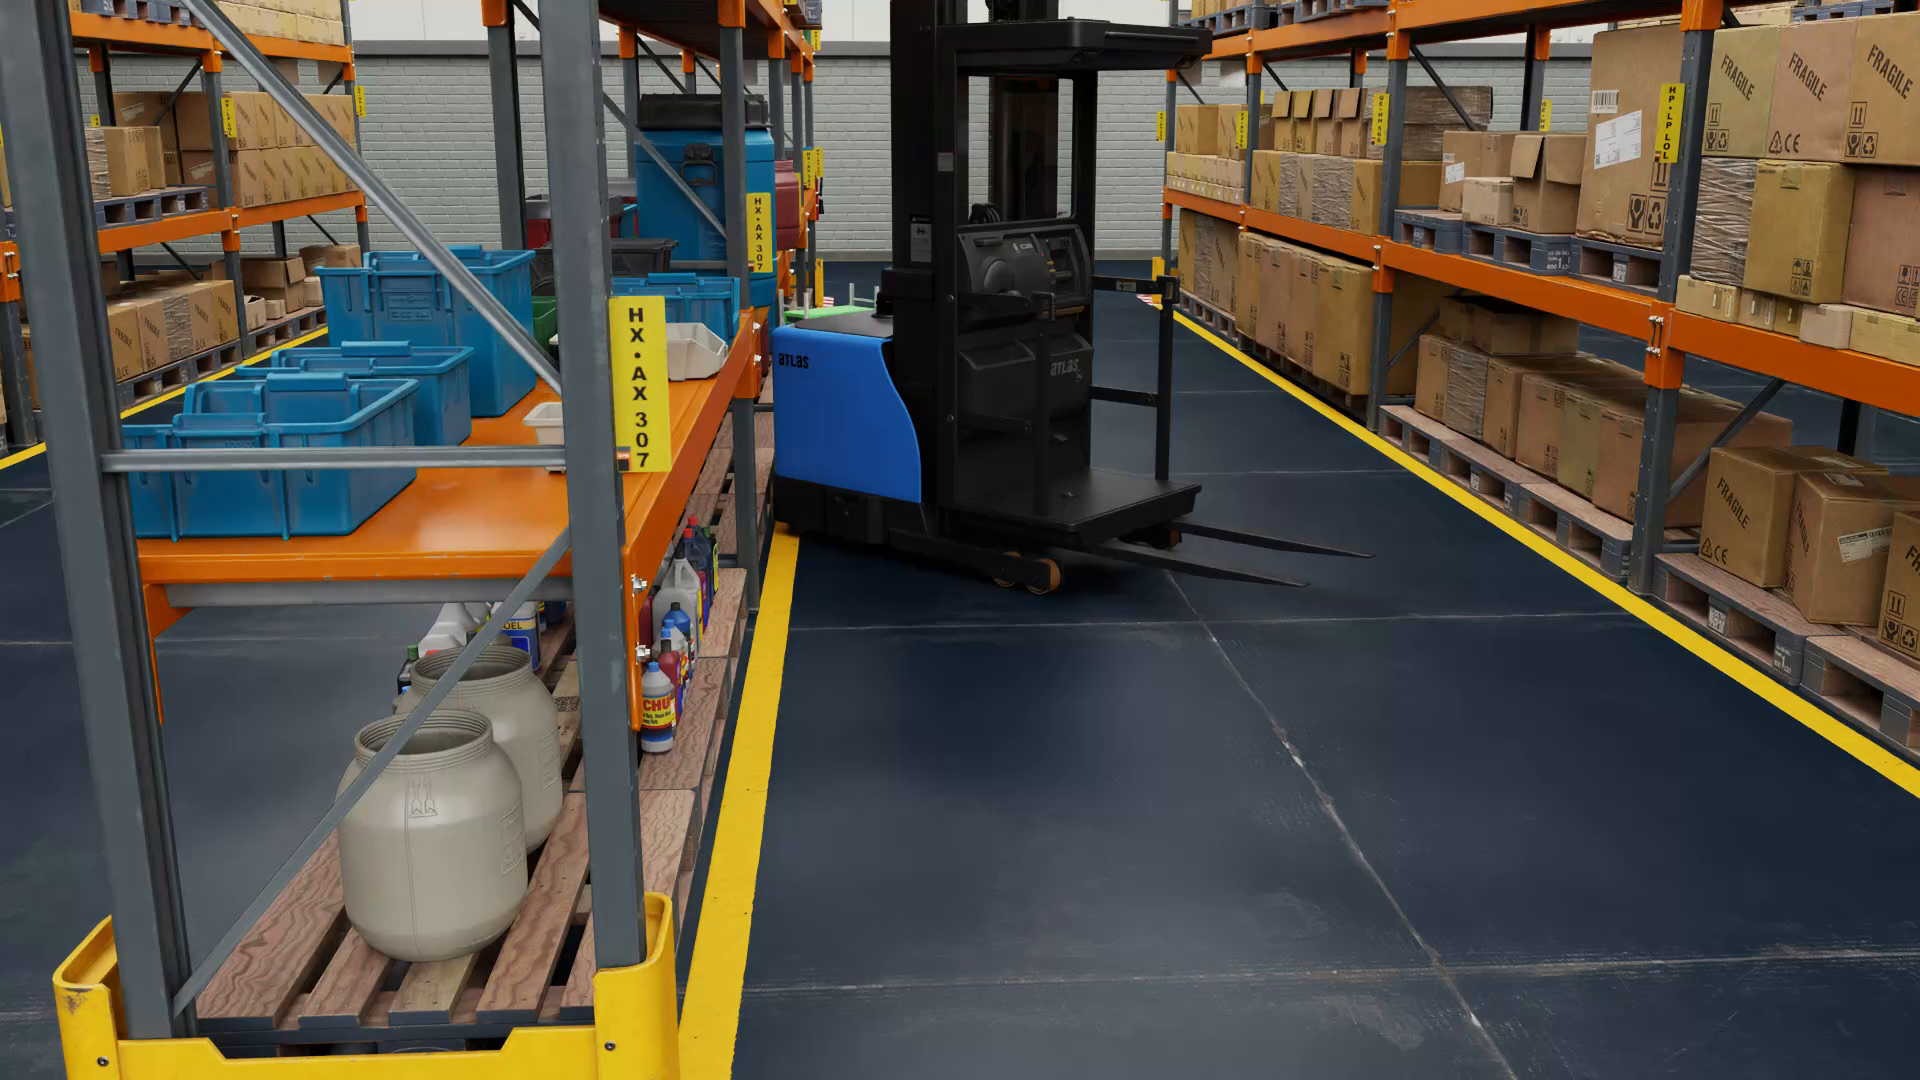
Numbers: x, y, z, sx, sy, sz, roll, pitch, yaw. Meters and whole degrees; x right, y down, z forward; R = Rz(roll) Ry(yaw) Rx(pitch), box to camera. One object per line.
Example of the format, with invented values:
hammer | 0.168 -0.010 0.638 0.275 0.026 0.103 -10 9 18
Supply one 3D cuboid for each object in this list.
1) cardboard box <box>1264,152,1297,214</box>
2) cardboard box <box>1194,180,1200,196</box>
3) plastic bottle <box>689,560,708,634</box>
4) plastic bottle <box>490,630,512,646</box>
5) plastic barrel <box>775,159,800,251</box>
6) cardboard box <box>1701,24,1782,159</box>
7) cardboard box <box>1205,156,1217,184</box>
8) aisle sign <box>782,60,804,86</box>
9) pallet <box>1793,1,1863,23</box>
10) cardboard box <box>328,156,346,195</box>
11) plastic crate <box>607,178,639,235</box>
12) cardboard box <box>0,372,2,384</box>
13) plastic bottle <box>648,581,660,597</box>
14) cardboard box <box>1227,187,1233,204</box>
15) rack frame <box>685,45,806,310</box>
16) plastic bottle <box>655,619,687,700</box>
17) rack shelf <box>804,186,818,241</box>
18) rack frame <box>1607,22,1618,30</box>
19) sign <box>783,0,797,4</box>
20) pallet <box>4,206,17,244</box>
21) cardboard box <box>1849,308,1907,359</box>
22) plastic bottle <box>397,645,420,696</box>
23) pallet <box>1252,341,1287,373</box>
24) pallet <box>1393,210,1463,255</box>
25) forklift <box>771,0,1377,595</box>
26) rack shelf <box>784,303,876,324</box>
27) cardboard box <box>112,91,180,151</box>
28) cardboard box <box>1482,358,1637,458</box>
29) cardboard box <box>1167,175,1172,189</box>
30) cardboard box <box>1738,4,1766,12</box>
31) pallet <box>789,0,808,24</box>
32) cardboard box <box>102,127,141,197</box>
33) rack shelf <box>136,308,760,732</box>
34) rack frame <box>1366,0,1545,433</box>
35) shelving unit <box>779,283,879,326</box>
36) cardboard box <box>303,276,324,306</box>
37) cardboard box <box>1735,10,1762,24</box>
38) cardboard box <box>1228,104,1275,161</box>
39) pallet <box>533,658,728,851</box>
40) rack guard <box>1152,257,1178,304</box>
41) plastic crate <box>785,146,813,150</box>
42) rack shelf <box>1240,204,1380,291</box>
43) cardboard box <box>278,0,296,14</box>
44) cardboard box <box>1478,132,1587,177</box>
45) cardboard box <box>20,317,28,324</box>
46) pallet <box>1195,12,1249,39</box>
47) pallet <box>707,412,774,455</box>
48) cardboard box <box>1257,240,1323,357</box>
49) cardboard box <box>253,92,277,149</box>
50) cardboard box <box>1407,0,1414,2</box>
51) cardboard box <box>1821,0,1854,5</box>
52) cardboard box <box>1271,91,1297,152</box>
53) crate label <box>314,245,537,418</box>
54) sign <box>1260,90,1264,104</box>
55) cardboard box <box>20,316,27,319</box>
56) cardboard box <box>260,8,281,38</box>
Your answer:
cardboard box | 2.875 -3.009 14.002 0.500 0.500 0.500 -1 14 -3
cardboard box | 2.605 -3.601 17.008 0.380 0.149 0.250 -1 14 -5
plastic bottle | -0.993 0.208 6.268 0.061 0.283 0.133 0 14 0
plastic bottle | -1.581 0.397 5.695 0.097 0.201 0.097 0 14 0
plastic barrel | -1.301 -2.088 10.349 0.600 0.536 0.708 -1 14 -3
cardboard box | 3.333 -1.776 6.603 0.500 0.500 0.500 -1 14 -3
cardboard box | 2.708 -3.637 16.346 0.500 0.250 0.500 -1 14 -2
aisle sign | -1.840 -5.404 18.293 0.394 0.787 0.004 -1 14 -3
pallet | 7.952 -4.462 14.207 1.213 0.211 1.003 -1 14 -3
cardboard box | -6.737 -3.859 17.306 0.500 0.500 0.500 -1 14 -3
plastic crate | -1.837 -1.757 9.208 0.402 0.464 0.583 -1 14 -3
cardboard box | -6.298 -1.074 10.232 0.500 0.311 0.500 -1 14 -2
plastic bottle | -1.125 0.256 6.080 0.061 0.283 0.133 -1 14 -3
cardboard box | 2.701 -3.218 15.516 0.380 0.149 0.250 -1 14 -2
rack frame | -1.880 -3.128 14.663 1.000 3.000 0.127 -1 14 -3
plastic bottle | -0.965 0.399 5.548 0.097 0.271 0.097 0 14 0
rack shelf | -2.004 -3.277 16.686 1.077 0.370 4.000 -1 14 -3
rack frame | 7.772 -7.156 18.279 1.000 3.000 0.127 -1 14 -3
sign | -1.083 -3.545 10.476 0.100 0.325 0.005 -1 14 -3
pallet | -6.688 -2.132 11.178 1.213 0.211 1.003 -1 14 -3
cardboard box | 3.374 -0.724 5.826 0.380 0.149 0.250 -1 14 -3
plastic bottle | -1.713 0.480 5.208 0.061 0.283 0.133 -1 14 -2
pallet | 3.187 -1.663 14.566 1.003 0.211 1.213 -1 14 -3
pallet | 3.462 -1.941 10.435 1.213 0.211 1.003 -1 14 -3
forklift | 0.480 -1.319 7.772 3.031 2.935 1.130 12 19 38
rack shelf | -0.709 -1.188 9.064 0.480 0.148 0.258 -13 19 -41
cardboard box | -7.114 -3.707 14.706 0.500 0.500 0.500 -1 14 -3
cardboard box | 3.462 -0.767 9.621 0.700 0.500 0.500 0 14 1
cardboard box | 2.508 -3.984 18.495 0.380 0.149 0.250 -1 14 -3
cardboard box | 7.717 -5.118 15.677 0.500 0.250 0.500 -1 15 -6
pallet | -1.661 -4.014 12.465 1.003 0.211 1.213 -1 14 -3
cardboard box | -6.653 -2.866 12.601 0.700 0.500 0.500 -5 15 -18
rack shelf | -1.260 -0.292 5.087 1.077 0.370 4.000 -1 14 -3
rack frame | 3.311 -2.209 11.094 1.000 3.000 0.127 -1 14 -3
shelving unit | -0.709 -0.785 9.168 0.503 1.200 0.258 -13 19 -41
cardboard box | -6.763 -2.560 17.093 0.500 0.250 0.500 -1 14 -3
cardboard box | 7.701 -4.878 15.747 0.500 0.250 0.500 -1 14 -4
cardboard box | 2.768 -3.749 15.277 0.500 0.500 0.500 0 14 -2
pallet | -1.306 0.684 5.444 1.003 0.211 1.213 -1 14 -3
rack guard | 2.814 -2.994 19.161 1.175 0.500 0.348 -1 14 -3
plastic crate | -1.921 -4.088 18.205 0.616 0.435 0.499 -1 14 -3
rack shelf | 3.187 -2.358 13.117 1.077 0.370 4.000 -1 14 -3
cardboard box | -6.689 -5.172 15.887 0.500 0.250 0.500 -1 14 -3
cardboard box | 3.519 -2.190 9.976 0.700 0.500 0.500 1 14 5
cardboard box | -6.357 -1.308 11.723 0.500 0.500 0.500 -1 14 -5
pallet | 2.951 -5.120 16.565 1.003 0.211 1.213 -1 14 -3
pallet | -1.623 -0.589 10.393 1.003 0.211 1.213 -1 14 -3
cardboard box | 3.179 -1.998 13.692 1.225 0.875 0.875 -1 14 -5
cardboard box | -6.605 -3.835 15.203 0.500 0.500 0.500 -1 14 -5
cardboard box | 3.087 -3.469 10.269 0.500 0.250 0.500 -1 14 -2
cardboard box | 7.934 -4.864 14.349 0.700 0.500 0.500 -1 14 -3
cardboard box | 3.111 -3.580 14.206 0.797 0.503 0.637 -1 14 -5
crate label | -1.520 -0.614 4.822 0.502 0.435 0.616 -1 14 -3
sign | 3.358 -4.879 18.672 0.100 0.325 0.005 -1 14 -3
cardboard box | -6.868 -1.289 11.650 0.500 0.500 0.500 0 14 -1
cardboard box | -6.664 -4.806 15.466 0.500 0.250 0.500 -1 14 -3
